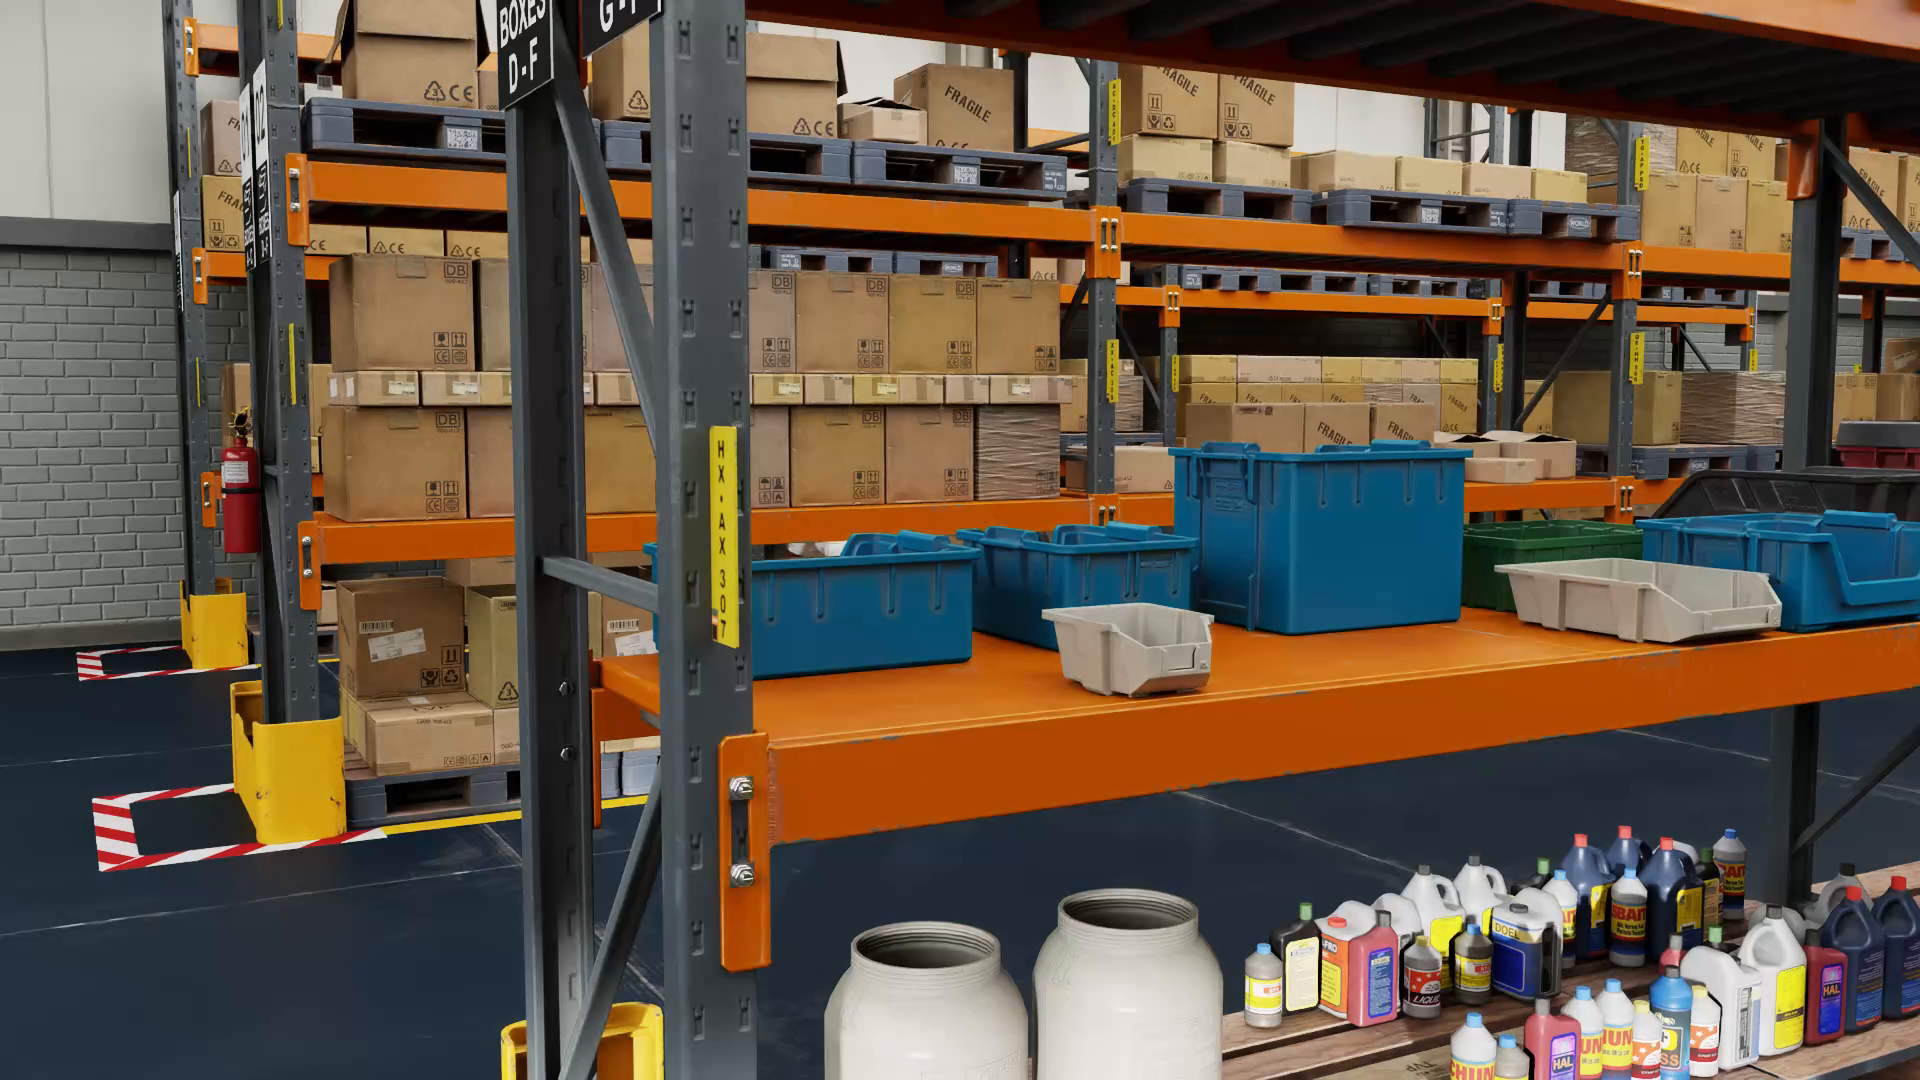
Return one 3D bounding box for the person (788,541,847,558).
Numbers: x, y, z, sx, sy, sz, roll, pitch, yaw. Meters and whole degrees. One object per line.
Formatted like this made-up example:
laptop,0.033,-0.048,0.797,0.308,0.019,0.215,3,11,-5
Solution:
person,-0.907,0.213,11.993,0.619,1.193,0.847,-3,6,-29
